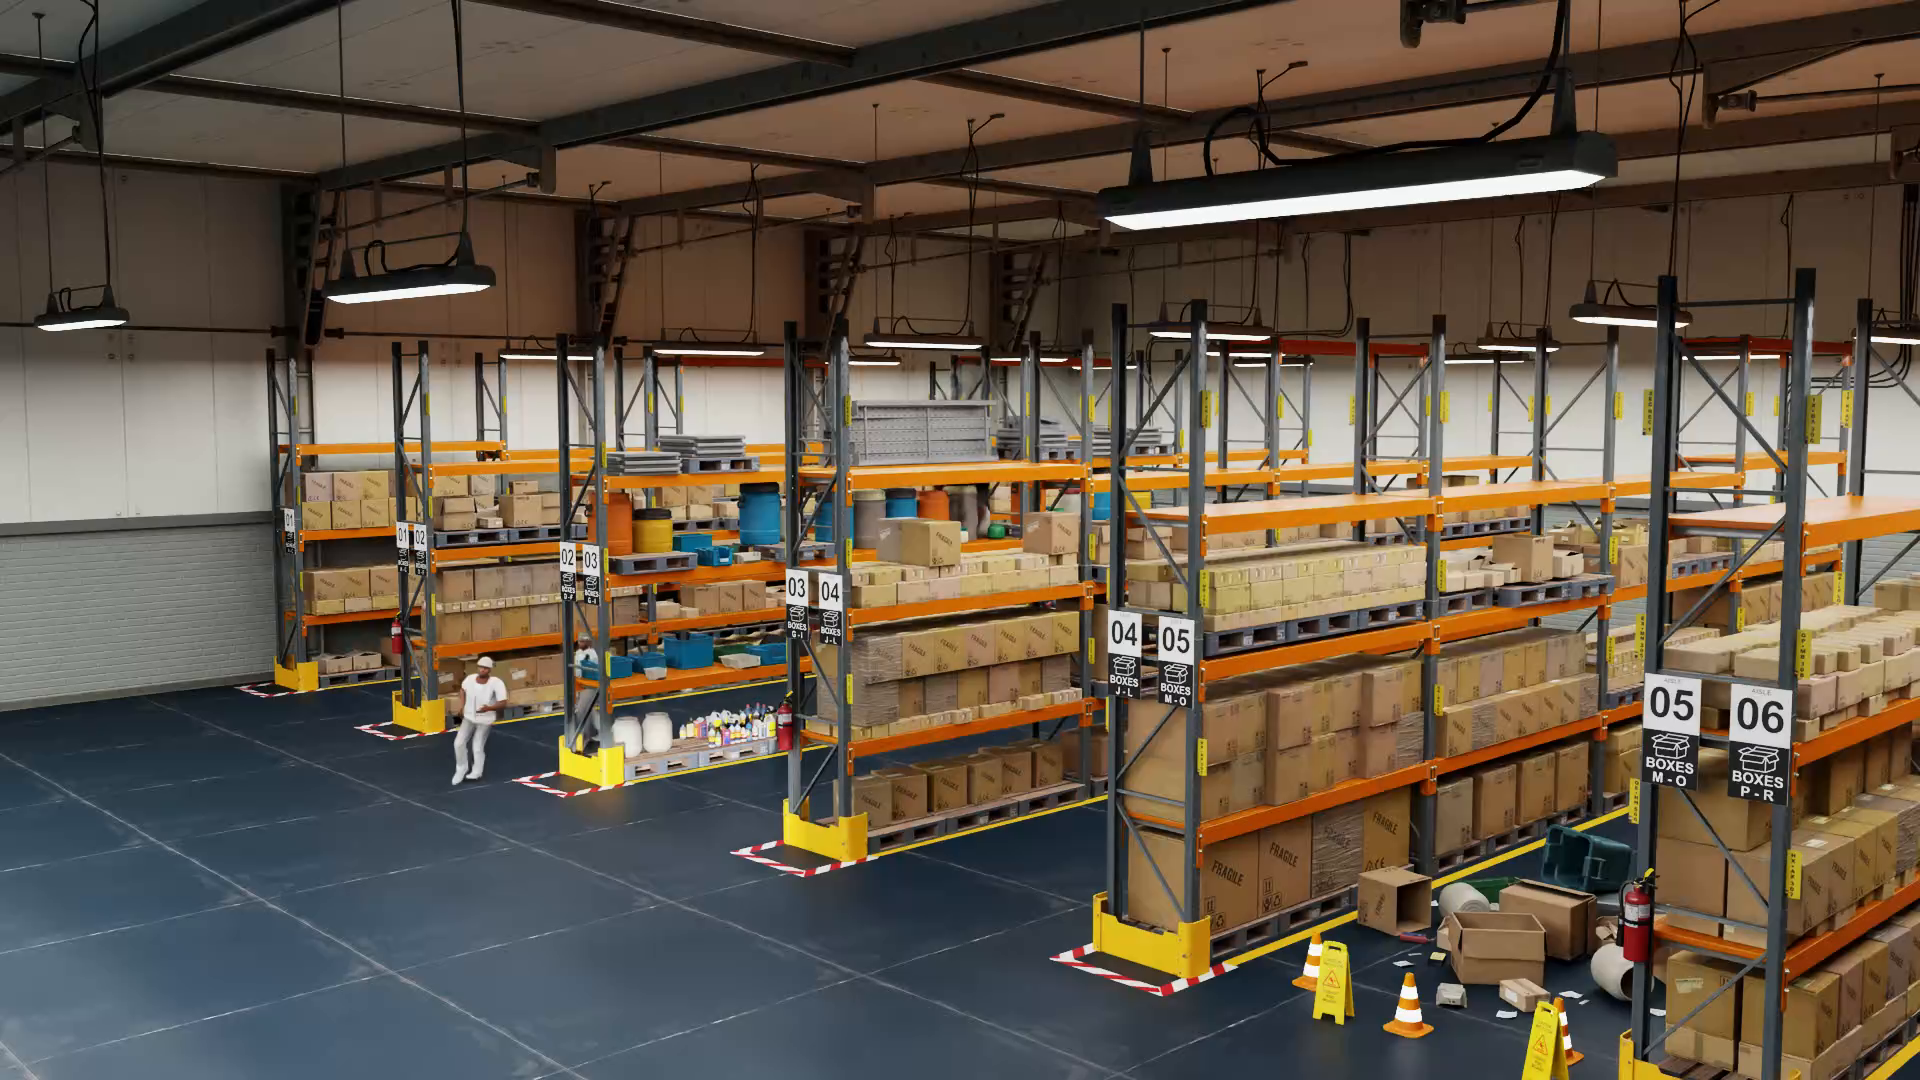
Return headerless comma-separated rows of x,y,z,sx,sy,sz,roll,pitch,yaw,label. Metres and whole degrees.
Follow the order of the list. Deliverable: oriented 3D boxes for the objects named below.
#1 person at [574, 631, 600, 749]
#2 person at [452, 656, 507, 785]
-5.486,2.207,24.519,0.568,1.750,0.767,5,7,42,person
-6.402,2.402,22.171,0.760,1.732,0.667,1,5,7,person
